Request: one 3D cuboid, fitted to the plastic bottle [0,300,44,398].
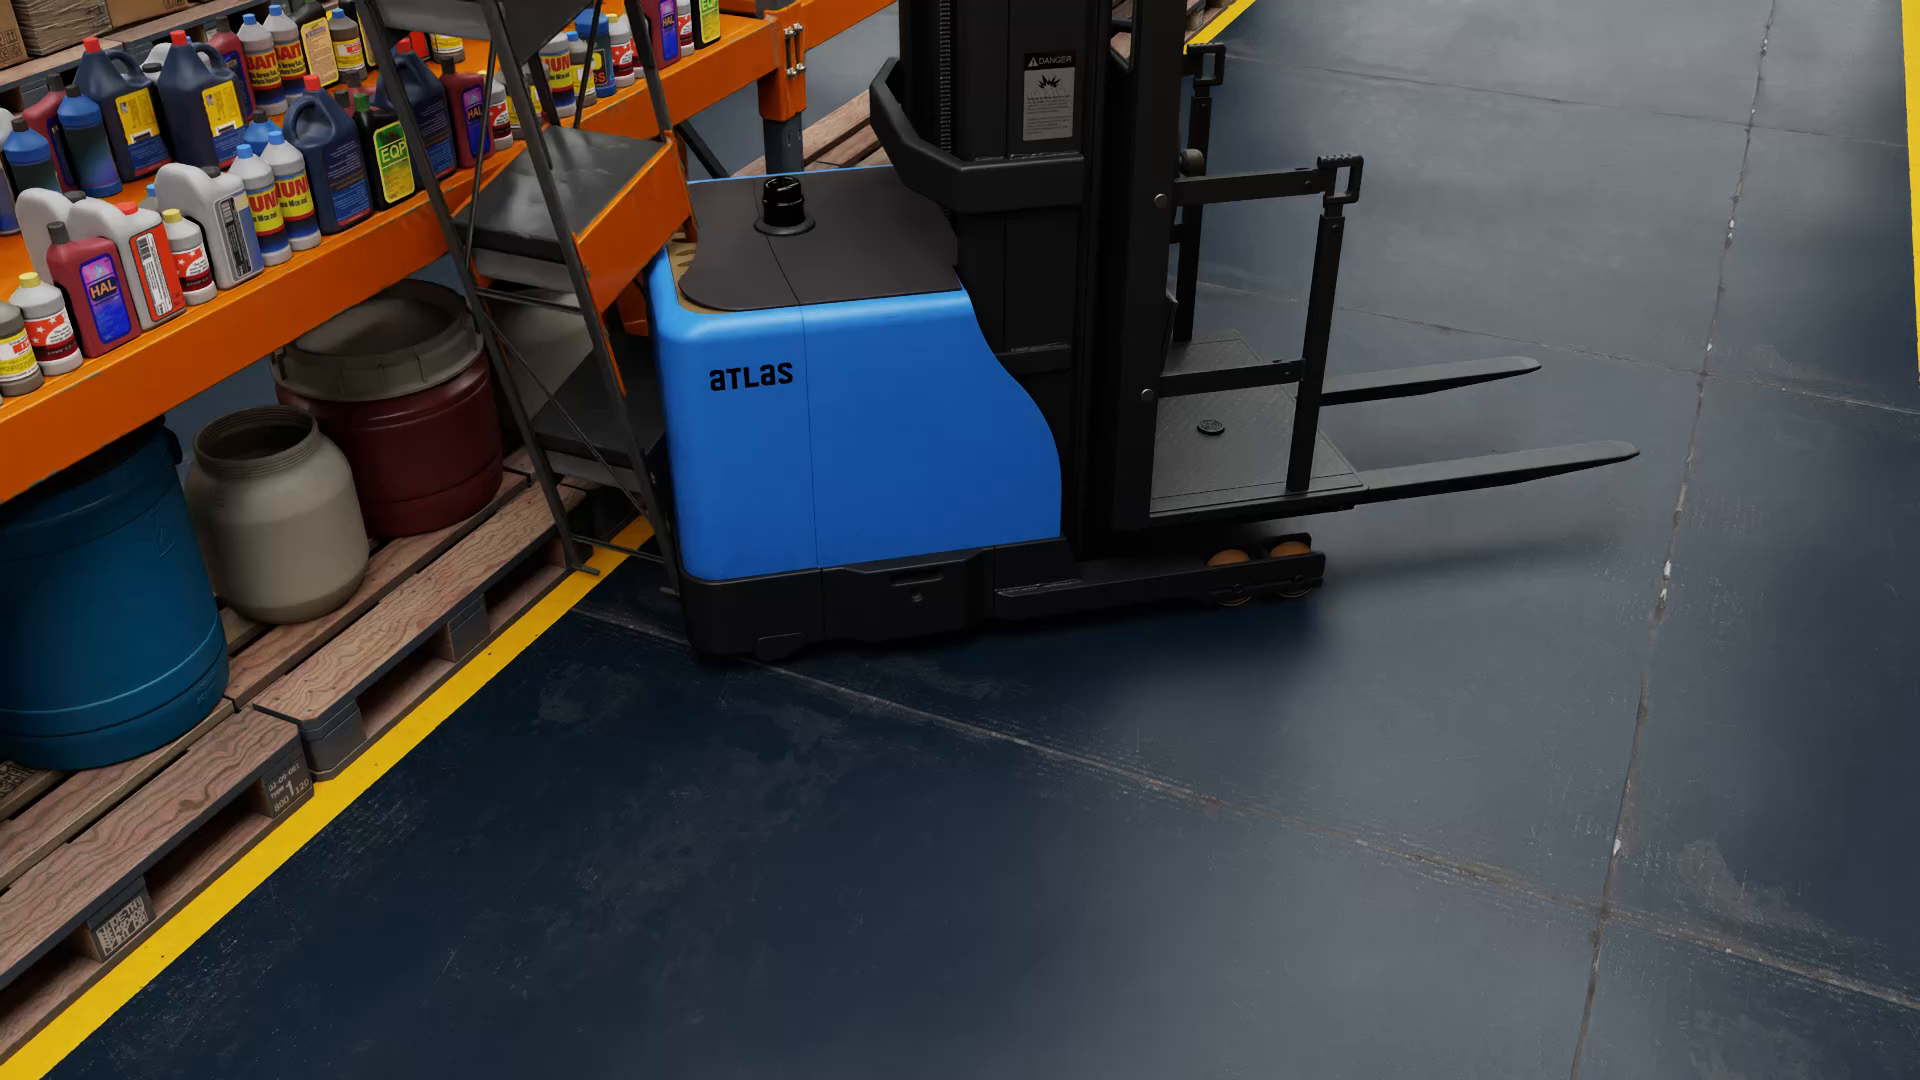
[{"bbox_3d":[-1.899,-0.394,3.297,0.097,0.201,0.097,0,33,0],"label":"plastic bottle"}]

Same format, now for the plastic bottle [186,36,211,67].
[{"bbox_3d":[-2.063,-1.223,4.496,0.097,0.271,0.097,0,33,0],"label":"plastic bottle"}]

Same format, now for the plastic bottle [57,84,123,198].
[{"bbox_3d":[-2.183,-1.001,4.158,0.097,0.271,0.097,0,33,0],"label":"plastic bottle"}]

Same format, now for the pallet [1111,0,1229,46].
[{"bbox_3d":[0.960,-3.195,9.931,1.003,0.211,1.213,14,36,20],"label":"pallet"}]

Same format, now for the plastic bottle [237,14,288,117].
[{"bbox_3d":[-1.967,-1.337,4.672,0.097,0.271,0.097,0,33,0],"label":"plastic bottle"}]

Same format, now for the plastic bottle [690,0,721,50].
[{"bbox_3d":[-0.814,-1.696,5.208,0.061,0.283,0.133,14,36,20],"label":"plastic bottle"}]

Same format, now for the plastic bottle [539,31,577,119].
[{"bbox_3d":[-1.138,-1.329,4.659,0.097,0.271,0.097,0,33,0],"label":"plastic bottle"}]

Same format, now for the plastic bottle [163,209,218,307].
[{"bbox_3d":[-1.705,-0.625,3.649,0.097,0.201,0.097,0,33,0],"label":"plastic bottle"}]

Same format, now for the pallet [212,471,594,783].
[{"bbox_3d":[-1.836,0.129,4.860,1.003,0.211,1.213,14,36,20],"label":"pallet"}]

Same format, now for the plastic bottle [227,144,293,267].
[{"bbox_3d":[-1.608,-0.770,3.806,0.097,0.271,0.097,0,33,0],"label":"plastic bottle"}]

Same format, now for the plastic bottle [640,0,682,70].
[{"bbox_3d":[-0.910,-1.581,5.032,0.061,0.283,0.133,14,36,20],"label":"plastic bottle"}]

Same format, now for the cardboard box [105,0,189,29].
[{"bbox_3d":[-4.817,-3.221,9.305,0.700,0.500,0.500,17,37,24],"label":"cardboard box"}]

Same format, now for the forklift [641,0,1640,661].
[{"bbox_3d":[0.607,-1.304,4.565,3.031,2.935,1.130,-7,34,-11],"label":"forklift"}]

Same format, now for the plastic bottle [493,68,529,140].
[{"bbox_3d":[-1.220,-1.203,4.530,0.097,0.201,0.097,0,33,0],"label":"plastic bottle"}]

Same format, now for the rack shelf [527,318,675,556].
[{"bbox_3d":[-0.930,-0.274,4.913,0.431,0.518,0.480,13,49,20],"label":"rack shelf"}]

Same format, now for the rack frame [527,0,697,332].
[{"bbox_3d":[-0.906,-0.939,4.559,0.400,2.100,0.015,13,49,20],"label":"rack frame"}]

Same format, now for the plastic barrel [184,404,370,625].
[{"bbox_3d":[-1.849,-0.068,4.504,0.421,0.512,0.421,0,33,0],"label":"plastic barrel"}]

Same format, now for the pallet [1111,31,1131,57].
[{"bbox_3d":[0.348,-2.470,8.825,1.003,0.211,1.213,14,36,20],"label":"pallet"}]

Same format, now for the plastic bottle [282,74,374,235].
[{"bbox_3d":[-1.530,-0.927,3.973,0.144,0.351,0.185,14,36,20],"label":"plastic bottle"}]

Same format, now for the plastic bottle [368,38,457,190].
[{"bbox_3d":[-1.397,-1.085,4.215,0.144,0.351,0.185,14,36,20],"label":"plastic bottle"}]

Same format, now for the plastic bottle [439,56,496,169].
[{"bbox_3d":[-1.292,-1.127,4.340,0.061,0.283,0.133,14,36,20],"label":"plastic bottle"}]

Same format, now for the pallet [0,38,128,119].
[{"bbox_3d":[-5.203,-2.403,8.723,1.003,0.211,1.213,14,36,20],"label":"pallet"}]

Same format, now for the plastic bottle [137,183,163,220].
[{"bbox_3d":[-1.803,-0.708,3.776,0.097,0.201,0.097,0,33,0],"label":"plastic bottle"}]

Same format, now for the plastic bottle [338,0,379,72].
[{"bbox_3d":[-1.798,-1.568,5.011,0.061,0.283,0.133,14,36,20],"label":"plastic bottle"}]

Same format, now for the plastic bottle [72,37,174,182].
[{"bbox_3d":[-2.157,-1.113,4.257,0.144,0.351,0.185,14,36,20],"label":"plastic bottle"}]

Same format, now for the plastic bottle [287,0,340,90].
[{"bbox_3d":[-1.894,-1.453,4.836,0.061,0.283,0.133,14,36,20],"label":"plastic bottle"}]

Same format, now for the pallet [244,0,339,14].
[{"bbox_3d":[-4.182,-3.619,10.576,1.003,0.211,1.213,14,36,20],"label":"pallet"}]

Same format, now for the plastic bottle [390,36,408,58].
[{"bbox_3d":[-1.719,-1.553,5.001,0.097,0.271,0.097,0,33,0],"label":"plastic bottle"}]

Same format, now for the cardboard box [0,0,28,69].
[{"bbox_3d":[-5.269,-2.658,8.446,0.700,0.500,0.500,12,35,18],"label":"cardboard box"}]

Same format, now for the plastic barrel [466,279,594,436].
[{"bbox_3d":[-1.376,-0.630,5.362,0.421,0.512,0.421,0,33,0],"label":"plastic barrel"}]

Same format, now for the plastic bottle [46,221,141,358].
[{"bbox_3d":[-1.793,-0.530,3.430,0.061,0.283,0.133,14,36,20],"label":"plastic bottle"}]

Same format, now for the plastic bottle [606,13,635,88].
[{"bbox_3d":[-1.016,-1.445,4.900,0.097,0.201,0.097,0,33,0],"label":"plastic bottle"}]

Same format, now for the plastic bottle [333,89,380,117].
[{"bbox_3d":[-1.481,-0.982,4.119,0.061,0.283,0.133,14,36,20],"label":"plastic bottle"}]

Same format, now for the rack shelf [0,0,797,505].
[{"bbox_3d":[-1.869,-0.747,4.310,1.077,0.370,4.000,14,36,20],"label":"rack shelf"}]

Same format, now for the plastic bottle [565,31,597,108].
[{"bbox_3d":[-1.098,-1.348,4.752,0.097,0.201,0.097,0,33,0],"label":"plastic bottle"}]

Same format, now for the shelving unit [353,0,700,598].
[{"bbox_3d":[-1.003,-0.773,4.408,0.431,2.100,0.503,13,49,20],"label":"shelving unit"}]

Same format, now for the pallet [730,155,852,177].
[{"bbox_3d":[-0.673,-1.255,6.972,1.003,0.211,1.213,14,36,20],"label":"pallet"}]

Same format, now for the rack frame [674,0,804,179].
[{"bbox_3d":[-1.032,-2.044,5.632,1.000,3.000,0.127,14,36,20],"label":"rack frame"}]

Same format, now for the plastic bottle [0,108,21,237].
[{"bbox_3d":[-2.317,-0.886,3.979,0.152,0.276,0.135,14,36,20],"label":"plastic bottle"}]
